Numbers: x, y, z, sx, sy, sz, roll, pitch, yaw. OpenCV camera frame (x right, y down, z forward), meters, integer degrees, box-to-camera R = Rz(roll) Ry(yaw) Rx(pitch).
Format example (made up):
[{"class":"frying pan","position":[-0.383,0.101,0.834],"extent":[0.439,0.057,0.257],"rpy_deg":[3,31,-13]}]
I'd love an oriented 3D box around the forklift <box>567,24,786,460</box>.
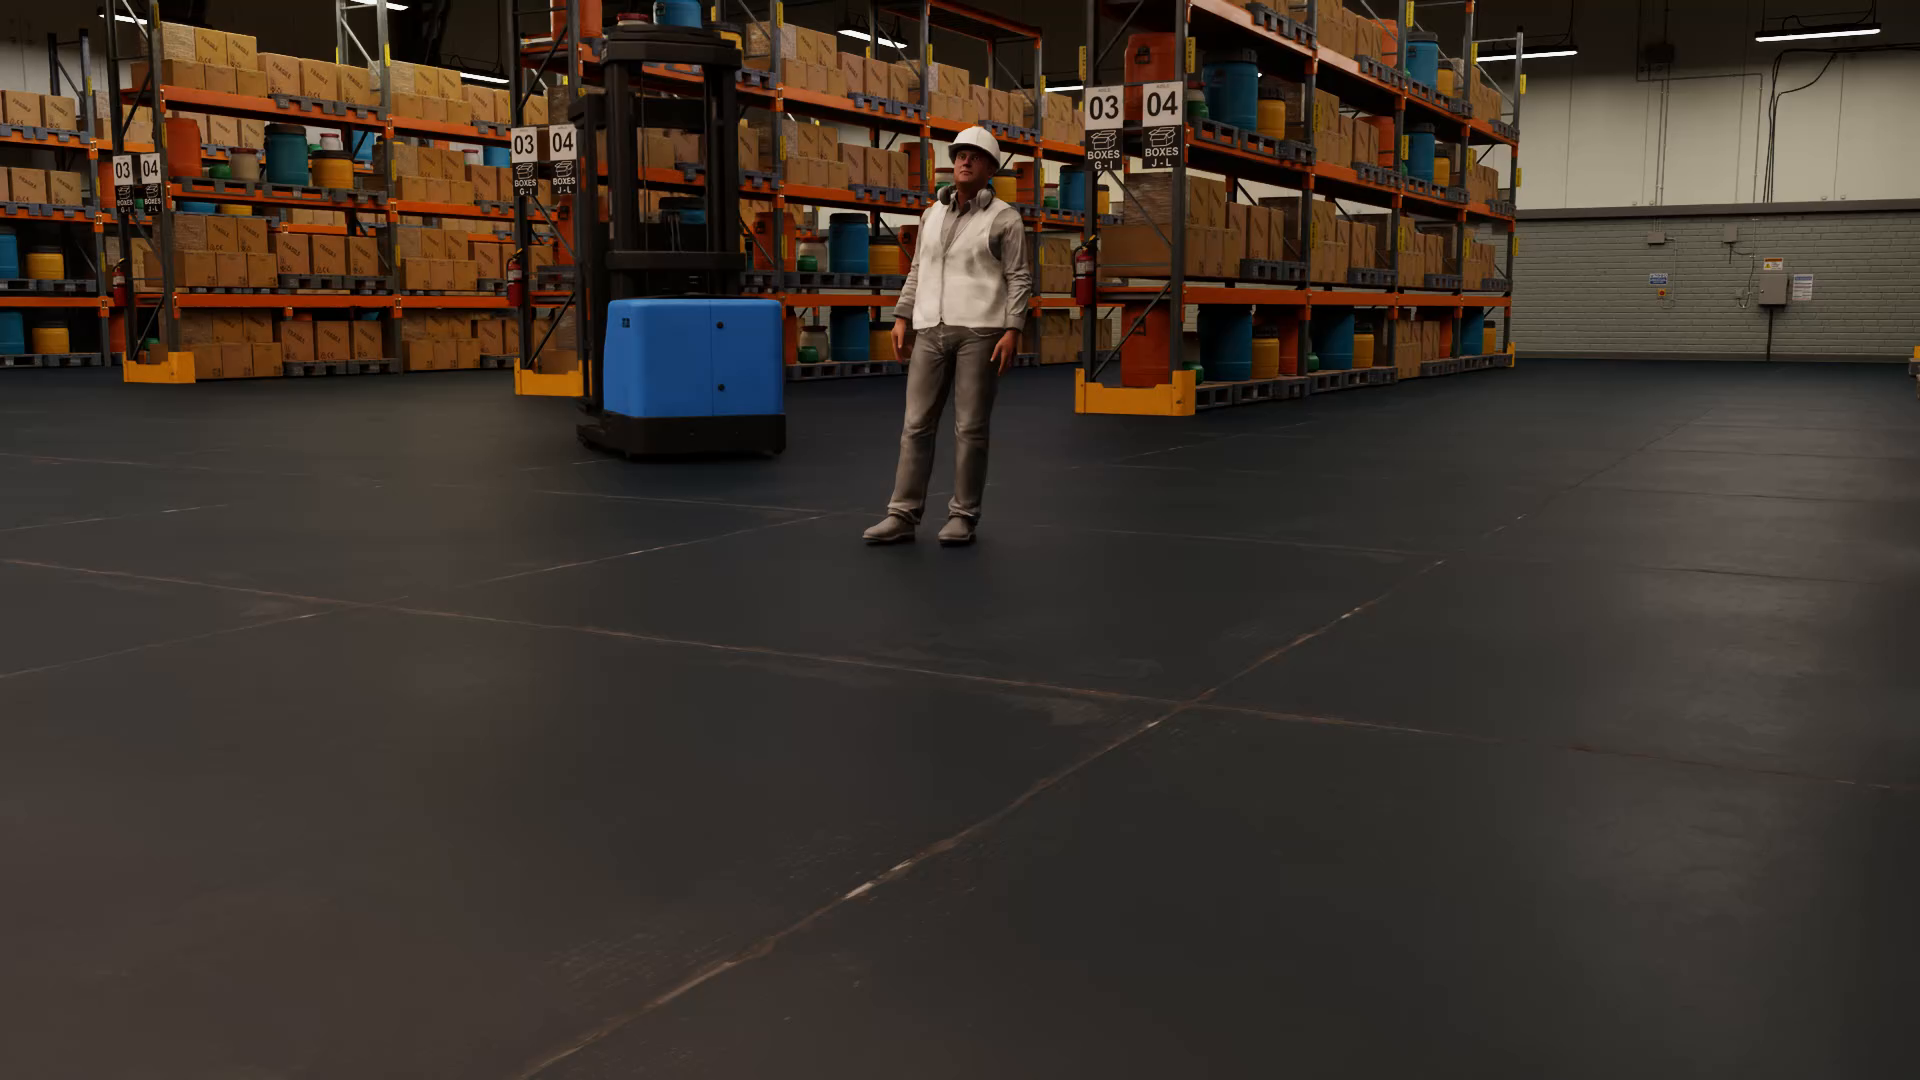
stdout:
[{"class":"forklift","position":[-2.219,-2.150,12.171],"extent":[1.130,2.935,3.031],"rpy_deg":[-3,9,-23]}]

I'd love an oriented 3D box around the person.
[{"class":"person","position":[-0.041,-0.877,7.144],"extent":[0.624,1.768,0.568],"rpy_deg":[4,9,29]}]
